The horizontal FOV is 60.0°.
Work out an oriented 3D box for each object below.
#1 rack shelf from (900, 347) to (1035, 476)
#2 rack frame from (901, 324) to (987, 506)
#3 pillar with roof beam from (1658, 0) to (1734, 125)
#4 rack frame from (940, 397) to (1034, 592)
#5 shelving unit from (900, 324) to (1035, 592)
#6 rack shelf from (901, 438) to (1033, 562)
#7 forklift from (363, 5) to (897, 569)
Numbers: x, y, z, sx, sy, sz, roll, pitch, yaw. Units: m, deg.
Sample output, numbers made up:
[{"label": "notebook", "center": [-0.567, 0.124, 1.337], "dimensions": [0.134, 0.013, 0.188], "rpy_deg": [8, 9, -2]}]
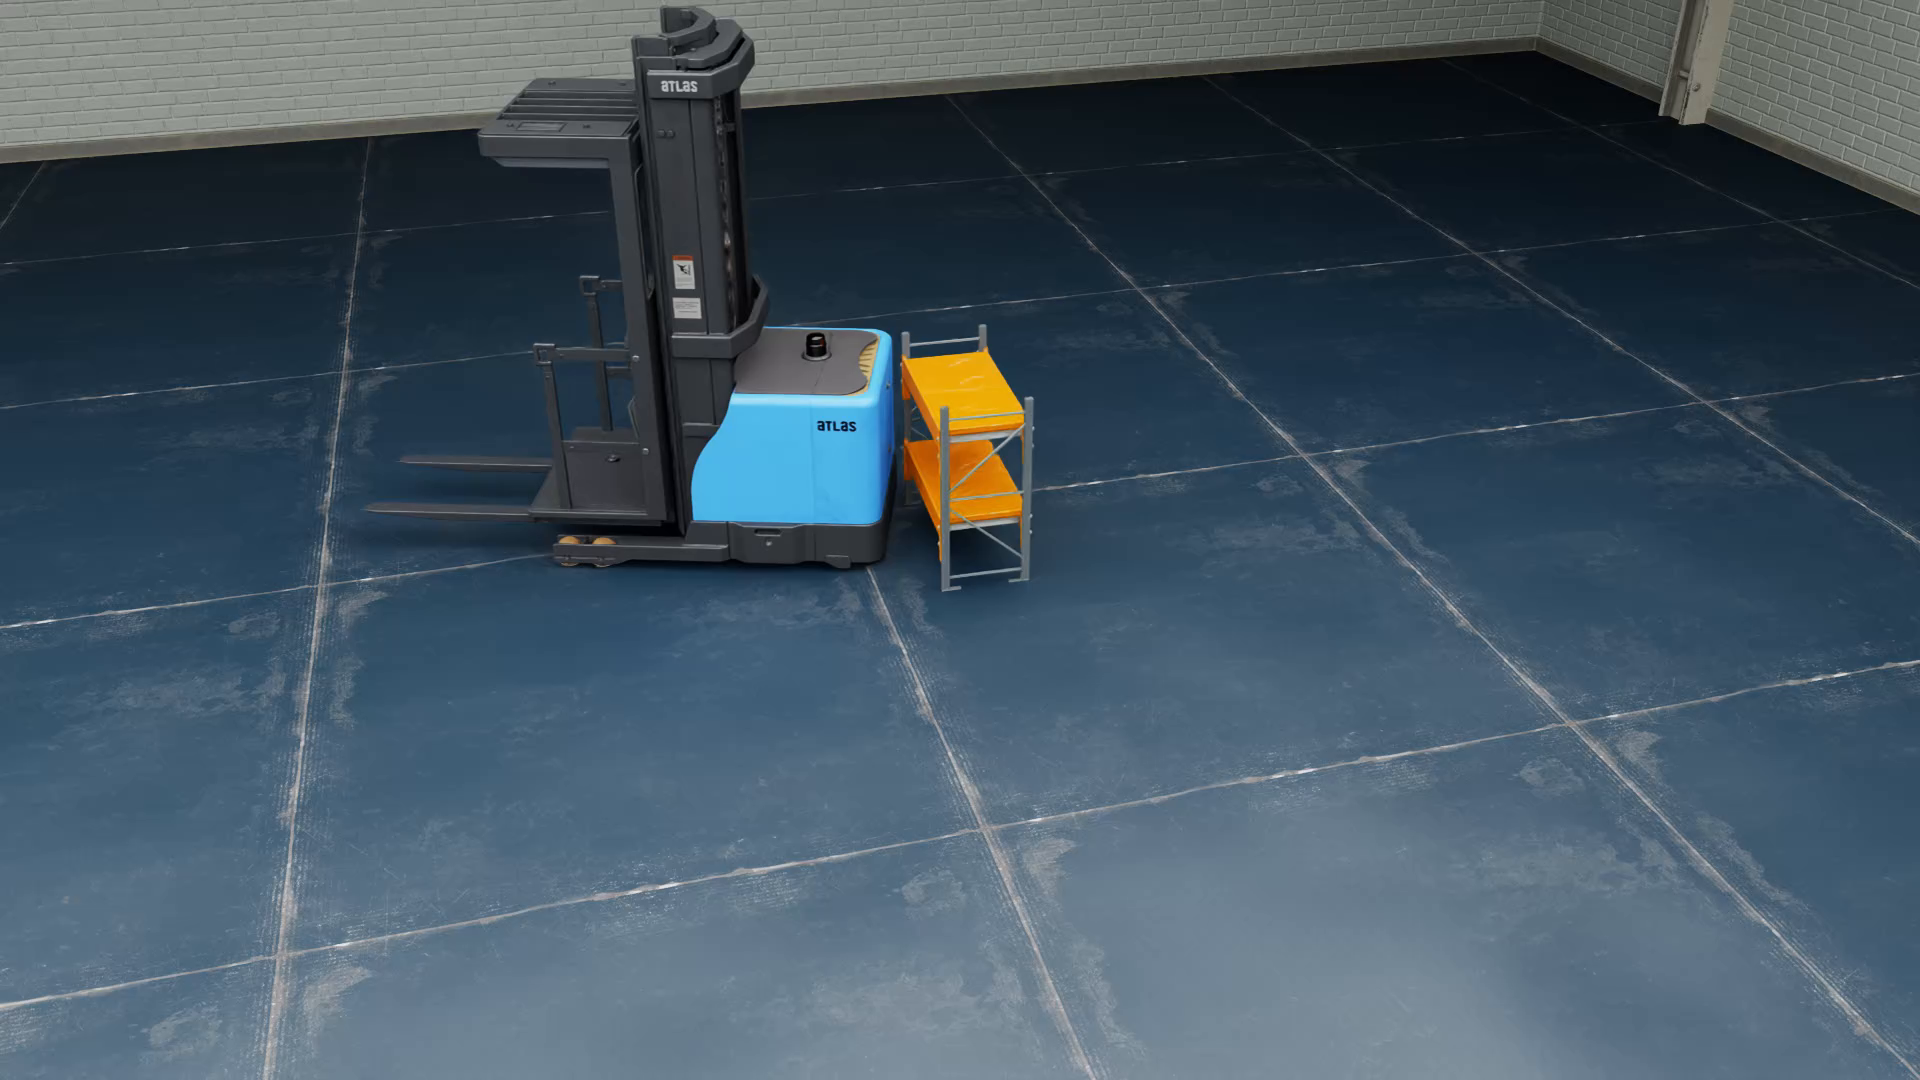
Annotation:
[{"label": "rack shelf", "center": [0.026, -0.736, 9.315], "dimensions": [0.538, 0.278, 1.000], "rpy_deg": [-7, 31, -11]}, {"label": "rack frame", "center": [-0.091, -0.731, 9.890], "dimensions": [0.500, 1.125, 0.032], "rpy_deg": [-7, 31, -11]}, {"label": "pillar with roof beam", "center": [3.383, -7.718, 14.101], "dimensions": [9.100, 9.000, 0.400], "rpy_deg": [-8, 31, -13]}, {"label": "rack frame", "center": [0.143, -0.235, 9.034], "dimensions": [0.500, 1.125, 0.032], "rpy_deg": [-7, 31, -11]}, {"label": "shelving unit", "center": [0.026, -0.483, 9.462], "dimensions": [0.538, 1.125, 1.048], "rpy_deg": [-7, 31, -11]}, {"label": "rack shelf", "center": [0.026, -0.271, 9.584], "dimensions": [0.538, 0.278, 1.000], "rpy_deg": [-7, 31, -11]}, {"label": "forklift", "center": [-1.920, -1.376, 9.202], "dimensions": [3.031, 2.935, 1.130], "rpy_deg": [1, 30, 3]}]
